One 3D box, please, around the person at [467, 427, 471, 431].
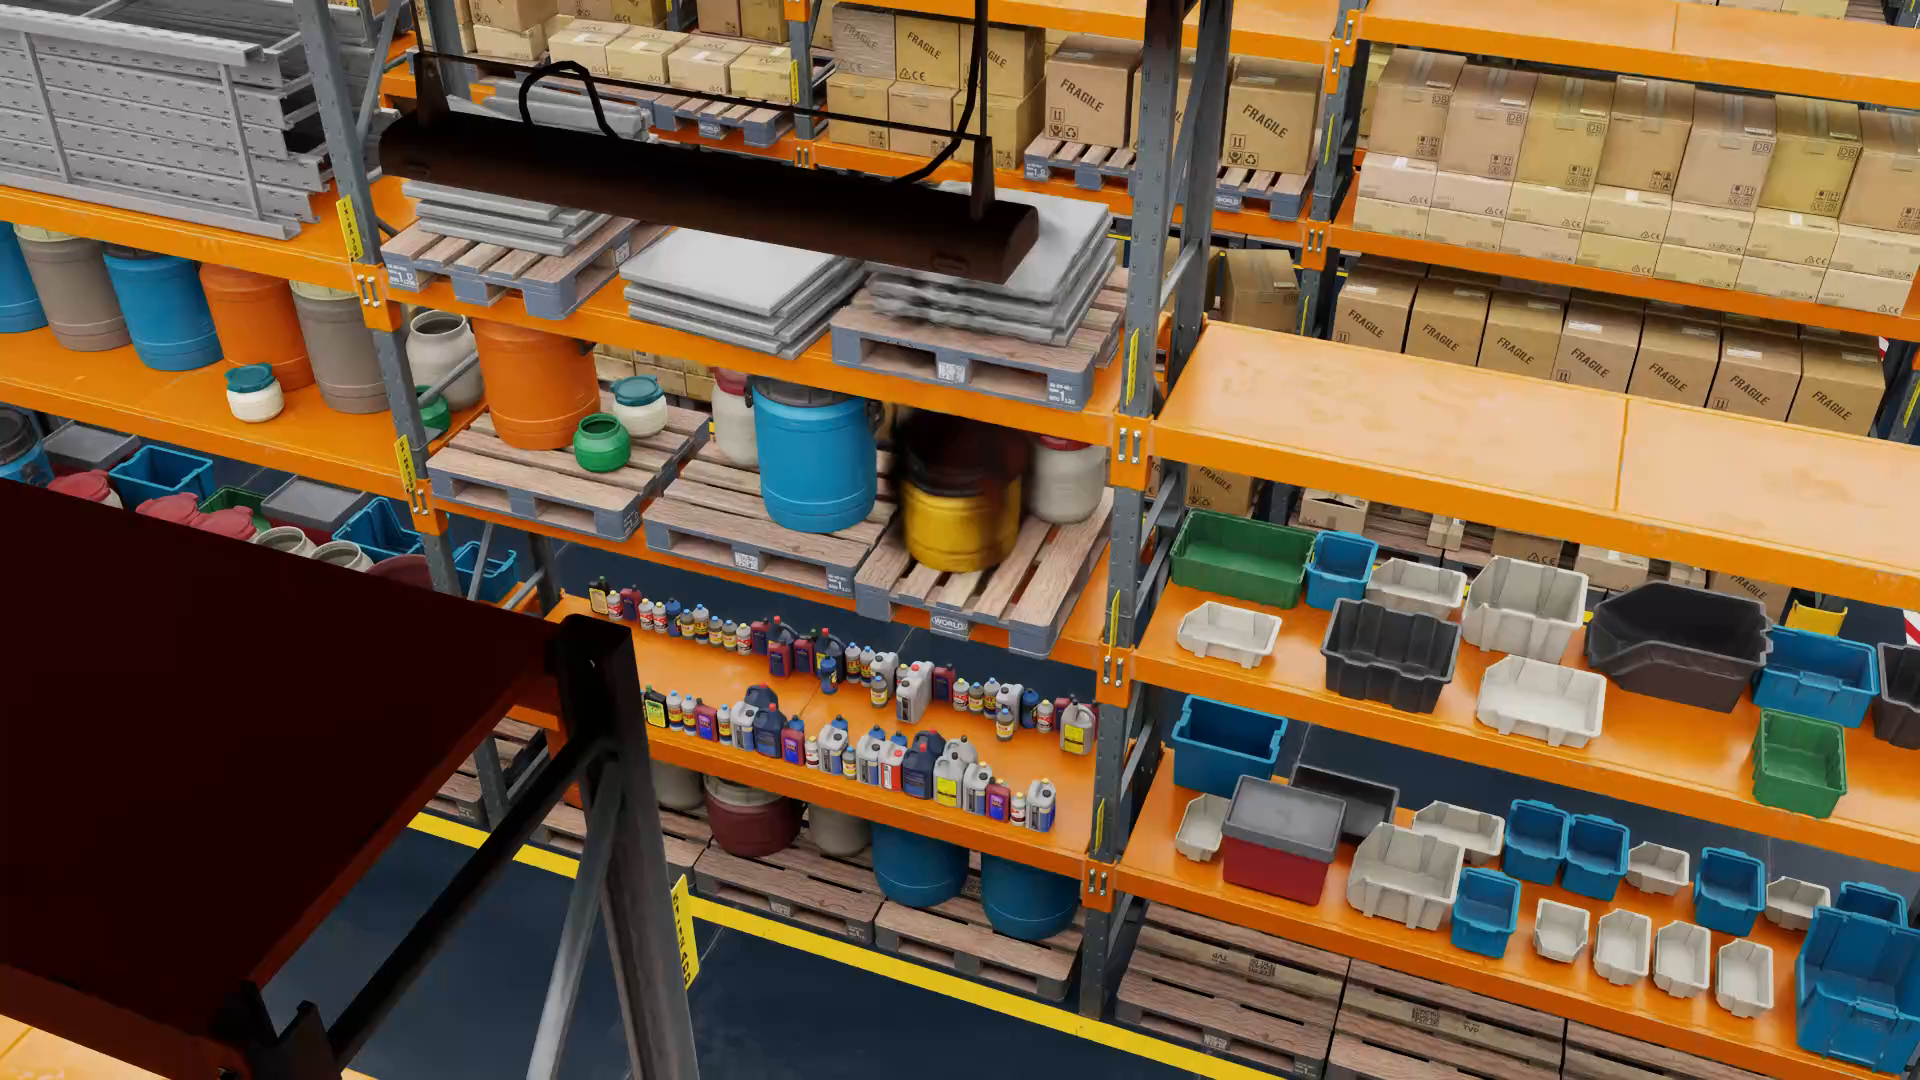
[{"bbox_3d":[-3.973,-1.098,13.541,0.499,1.609,0.580,-2,37,-2],"label":"person"}]
